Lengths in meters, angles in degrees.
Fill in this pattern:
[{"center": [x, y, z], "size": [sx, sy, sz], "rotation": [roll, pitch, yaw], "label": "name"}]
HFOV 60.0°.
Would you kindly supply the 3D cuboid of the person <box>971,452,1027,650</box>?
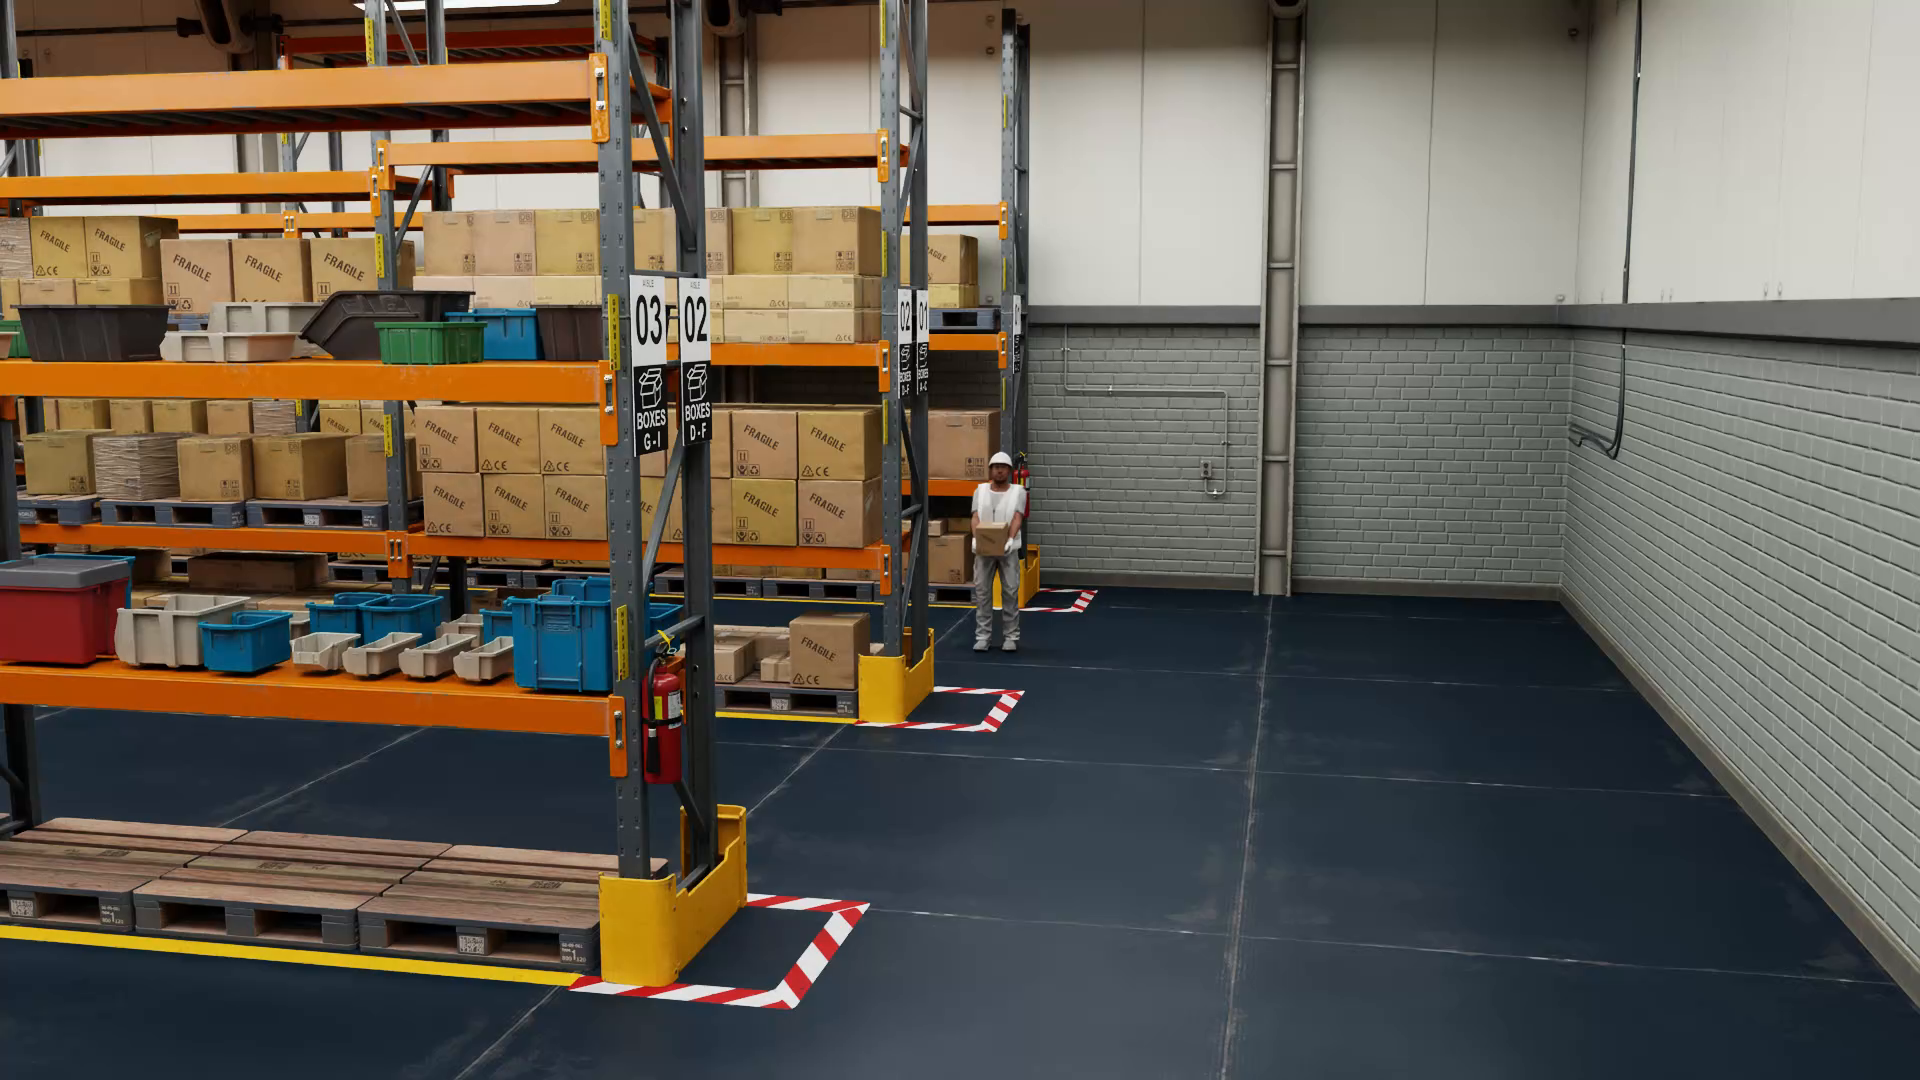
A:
[{"center": [0.330, 0.113, 14.923], "size": [0.493, 1.782, 0.573], "rotation": [2, 8, 11], "label": "person"}]
